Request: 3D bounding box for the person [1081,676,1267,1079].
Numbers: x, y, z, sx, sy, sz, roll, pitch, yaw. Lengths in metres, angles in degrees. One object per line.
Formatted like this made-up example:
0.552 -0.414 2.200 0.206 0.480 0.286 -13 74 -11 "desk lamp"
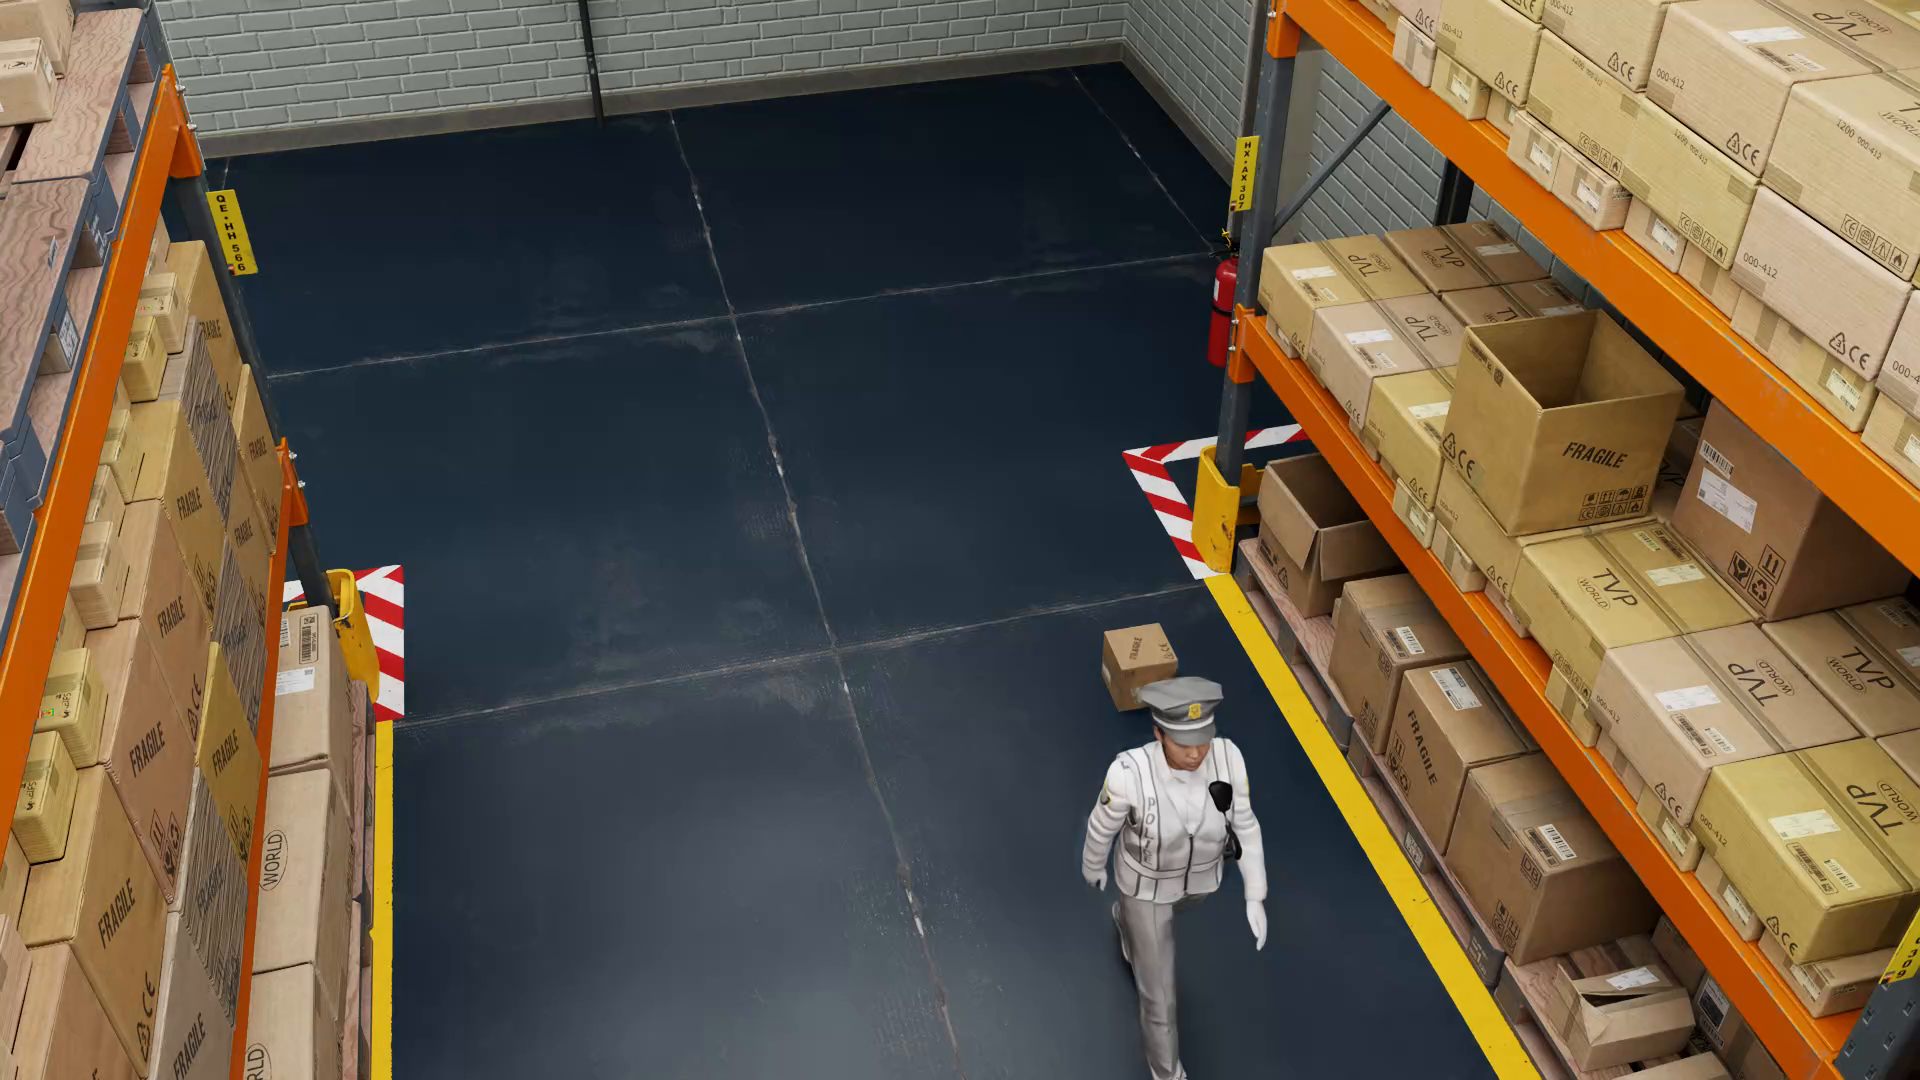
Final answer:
0.692 1.079 5.317 0.506 1.631 1.025 -12 40 -14 "person"
